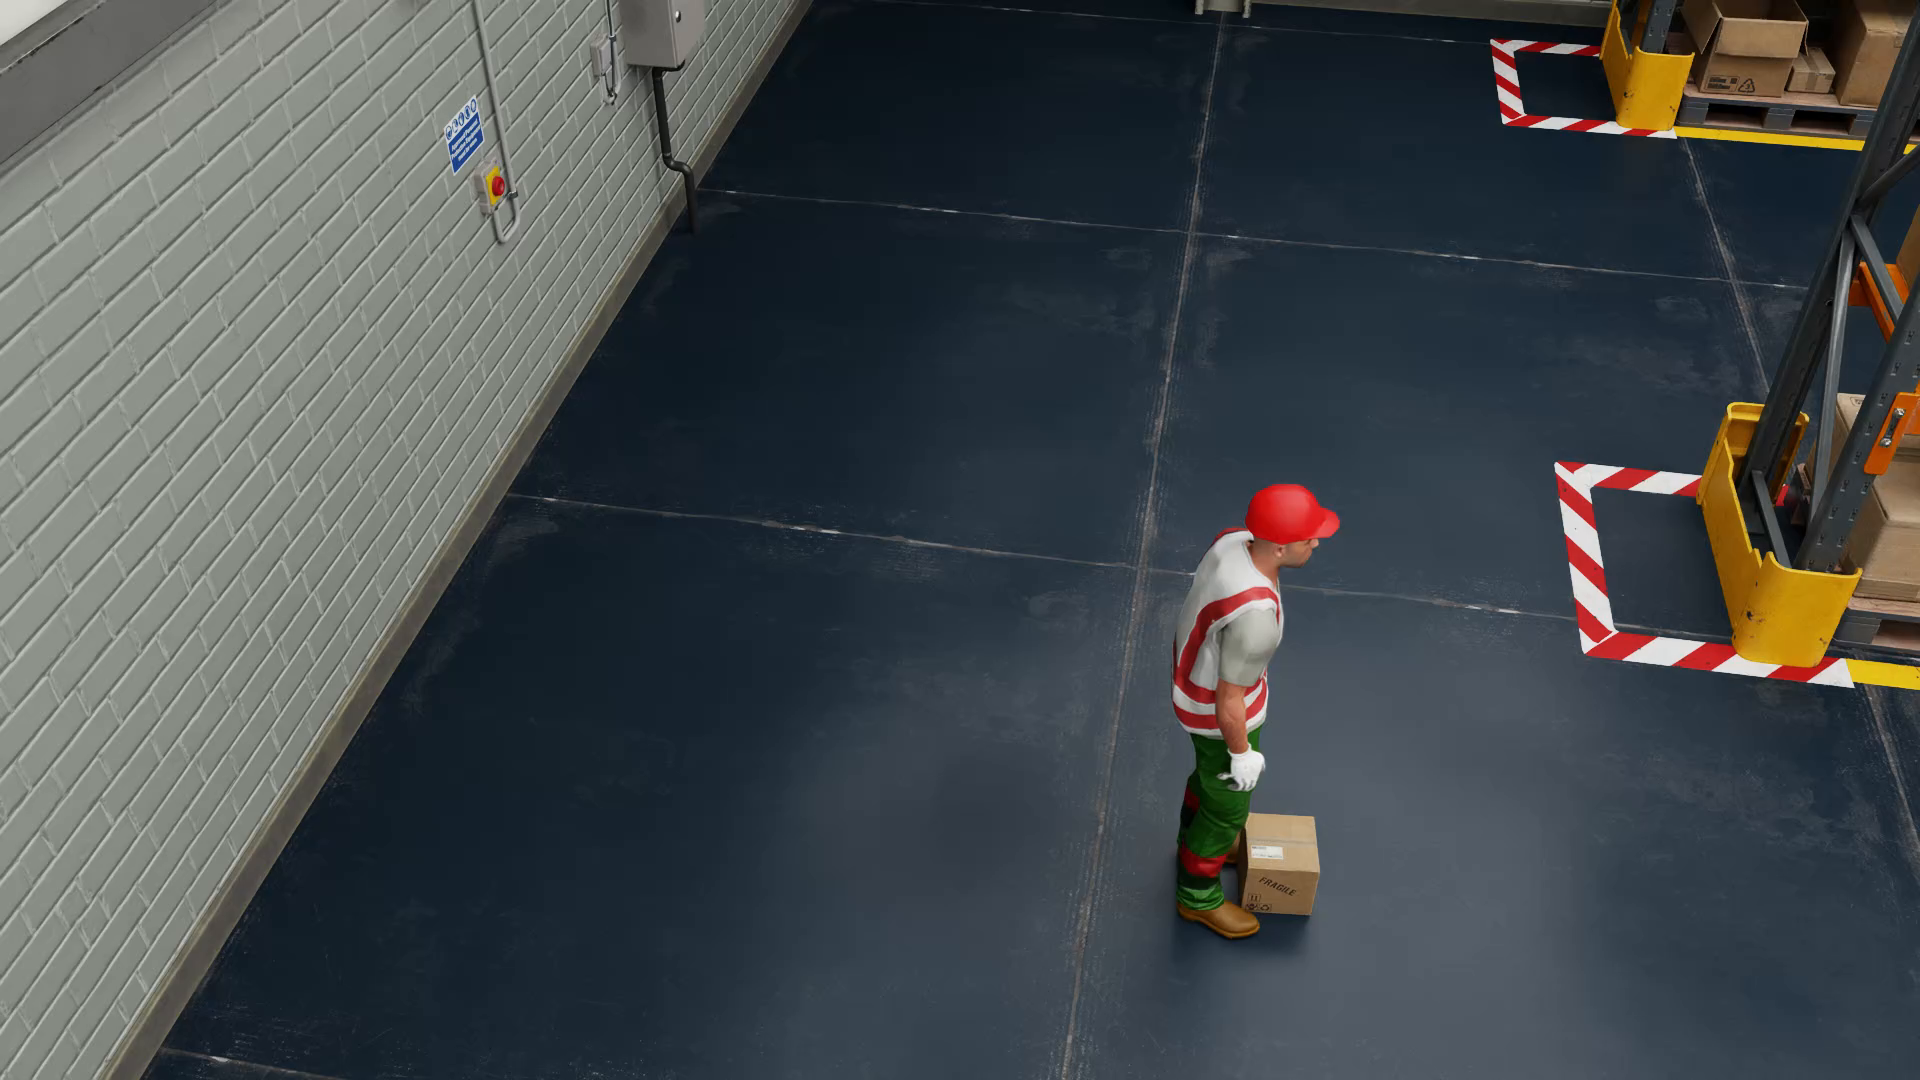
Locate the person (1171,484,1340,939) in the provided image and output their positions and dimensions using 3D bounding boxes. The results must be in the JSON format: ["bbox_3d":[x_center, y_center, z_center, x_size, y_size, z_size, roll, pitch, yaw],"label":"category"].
[{"bbox_3d":[0.917,0.539,5.507,0.453,1.778,0.616,4,40,5],"label":"person"}]
